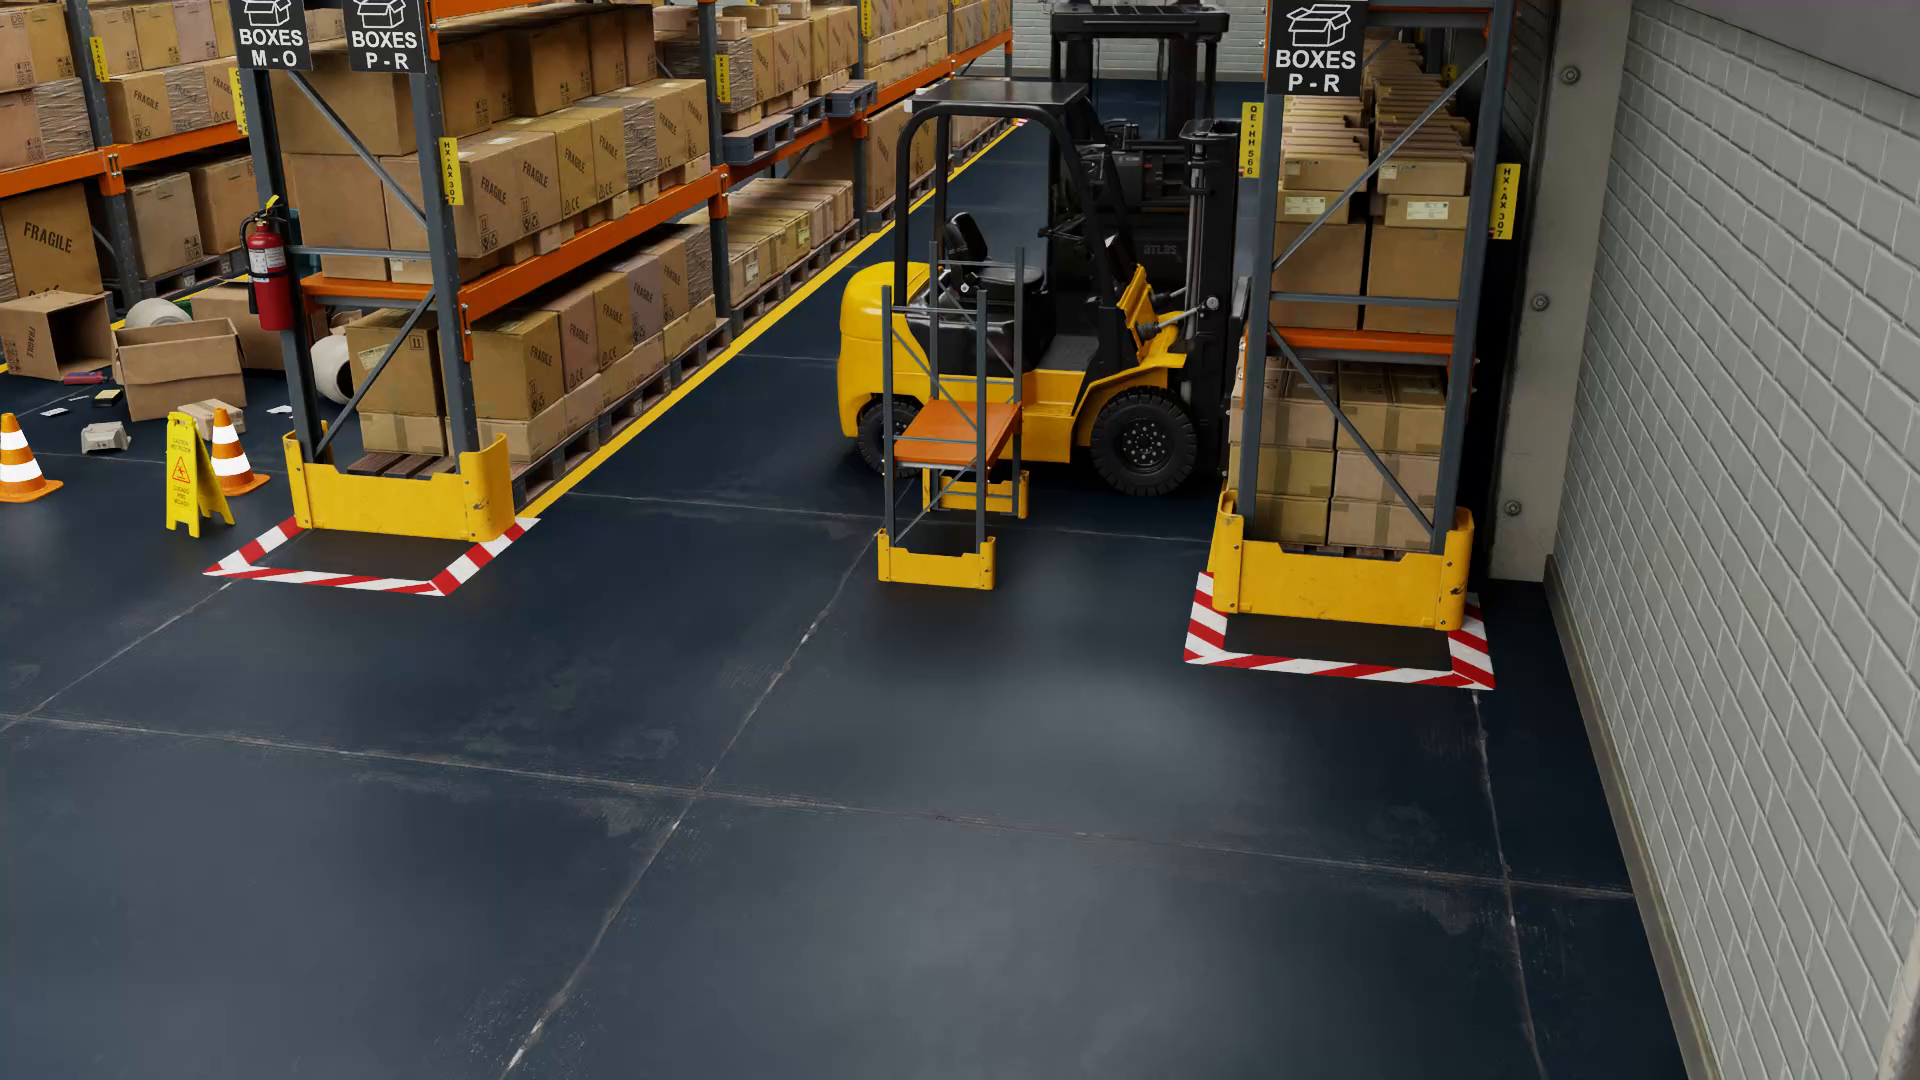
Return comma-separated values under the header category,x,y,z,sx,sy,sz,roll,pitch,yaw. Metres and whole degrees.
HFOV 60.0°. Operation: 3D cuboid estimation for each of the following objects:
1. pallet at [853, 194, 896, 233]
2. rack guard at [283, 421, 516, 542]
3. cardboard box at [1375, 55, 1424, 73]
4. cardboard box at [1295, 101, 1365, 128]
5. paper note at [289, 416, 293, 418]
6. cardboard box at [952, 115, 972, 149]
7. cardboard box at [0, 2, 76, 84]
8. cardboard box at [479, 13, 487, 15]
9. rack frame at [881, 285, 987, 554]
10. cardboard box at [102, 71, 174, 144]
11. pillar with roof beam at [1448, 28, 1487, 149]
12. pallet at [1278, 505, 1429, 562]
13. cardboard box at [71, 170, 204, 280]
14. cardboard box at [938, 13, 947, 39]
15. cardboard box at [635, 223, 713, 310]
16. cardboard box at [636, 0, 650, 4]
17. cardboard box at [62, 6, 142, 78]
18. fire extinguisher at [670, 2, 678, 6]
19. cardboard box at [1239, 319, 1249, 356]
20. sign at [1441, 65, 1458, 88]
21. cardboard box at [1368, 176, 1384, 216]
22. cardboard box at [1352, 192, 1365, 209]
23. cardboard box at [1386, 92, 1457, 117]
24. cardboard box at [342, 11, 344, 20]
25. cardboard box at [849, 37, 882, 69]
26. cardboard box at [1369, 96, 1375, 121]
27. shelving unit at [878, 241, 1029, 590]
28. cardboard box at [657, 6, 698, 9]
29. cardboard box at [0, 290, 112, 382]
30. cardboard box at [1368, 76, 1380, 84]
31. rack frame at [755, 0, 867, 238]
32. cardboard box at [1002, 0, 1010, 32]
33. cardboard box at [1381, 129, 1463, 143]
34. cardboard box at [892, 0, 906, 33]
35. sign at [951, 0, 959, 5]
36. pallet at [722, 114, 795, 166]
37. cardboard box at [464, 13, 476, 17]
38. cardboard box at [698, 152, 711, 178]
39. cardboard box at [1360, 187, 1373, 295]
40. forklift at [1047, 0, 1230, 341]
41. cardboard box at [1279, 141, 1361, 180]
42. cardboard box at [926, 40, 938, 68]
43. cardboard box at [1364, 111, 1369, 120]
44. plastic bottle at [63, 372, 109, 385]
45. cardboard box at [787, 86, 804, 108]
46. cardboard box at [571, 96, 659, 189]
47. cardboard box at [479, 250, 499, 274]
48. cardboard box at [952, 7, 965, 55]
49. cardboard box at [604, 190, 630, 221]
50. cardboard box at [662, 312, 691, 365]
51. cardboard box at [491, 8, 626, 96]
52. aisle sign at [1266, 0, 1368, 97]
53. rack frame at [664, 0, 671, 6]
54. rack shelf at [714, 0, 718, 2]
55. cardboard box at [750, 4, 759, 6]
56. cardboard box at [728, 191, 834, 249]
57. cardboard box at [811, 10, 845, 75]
category,x,y,z,sx,sy,sz,roll,pitch,yaw
pallet,-1.171,-3.368,16.935,1.003,0.211,1.213,4,22,11
rack guard,-3.023,-0.322,8.983,1.175,0.500,0.348,4,22,11
cardboard box,3.449,-3.739,13.119,0.380,0.149,0.250,4,22,10
cardboard box,2.064,-2.361,9.300,0.380,0.149,0.250,5,22,11
paper note,-4.336,-0.817,10.868,0.032,0.001,0.123,4,22,11
cardboard box,-0.357,-5.070,20.294,0.875,0.438,0.875,4,22,10
cardboard box,-7.198,-3.695,12.367,0.875,0.550,0.550,4,22,11
cardboard box,-5.556,-5.856,18.754,0.380,0.149,0.250,3,22,8
rack frame,-0.121,-0.479,8.034,0.500,1.500,0.032,4,22,11
cardboard box,-6.718,-3.475,13.333,0.500,0.500,0.500,5,22,12
pillar with roof beam,-0.144,-6.568,13.116,9.100,9.000,0.400,4,22,11
pallet,1.937,-0.066,8.735,1.003,0.211,1.213,4,22,11
cardboard box,-7.050,-2.642,13.848,1.050,0.750,0.750,4,22,11
cardboard box,-0.442,-5.825,18.833,0.500,0.250,0.500,4,22,11
cardboard box,-2.080,-1.947,11.787,0.500,0.500,0.500,4,22,10
cardboard box,-4.590,-7.458,22.824,0.500,0.500,0.500,4,22,10
cardboard box,-6.993,-3.949,13.171,0.700,0.500,0.500,4,22,10
fire extinguisher,-4.137,-7.494,24.047,0.296,0.674,0.183,4,22,11
cardboard box,1.802,-1.024,9.162,0.500,0.250,0.500,5,22,12
sign,3.182,-2.936,10.863,0.100,0.325,0.005,4,22,11
cardboard box,2.133,-1.623,7.867,0.380,0.149,0.250,4,22,11
cardboard box,1.780,-1.512,8.459,0.500,0.500,0.500,5,23,13
cardboard box,2.674,-2.509,9.667,0.380,0.149,0.250,4,22,10
cardboard box,-6.568,-5.380,17.174,0.380,0.149,0.250,4,22,10
cardboard box,-1.061,-4.708,16.060,0.500,0.250,0.500,4,22,11
cardboard box,2.824,-2.749,10.663,0.380,0.149,0.250,4,22,11
shelving unit,-0.016,-0.668,8.504,0.587,1.500,1.083,4,22,11
cardboard box,-2.188,-4.138,13.150,0.380,0.149,0.250,4,22,9
cardboard box,-6.401,-1.453,11.788,0.500,0.500,0.500,8,23,20
cardboard box,3.077,-3.184,11.743,0.380,0.149,0.250,4,22,11
rack frame,-1.406,-4.379,15.712,1.000,3.000,0.127,4,22,11
cardboard box,0.387,-7.155,22.470,0.500,0.500,0.500,5,22,11
cardboard box,2.291,-1.948,8.276,0.380,0.149,0.250,5,22,11
cardboard box,-0.853,-5.421,16.827,0.500,0.500,0.500,5,22,12
sign,-0.056,-6.305,19.049,0.100,0.325,0.005,4,22,11
pallet,-1.924,-3.096,12.782,1.003,0.211,1.213,4,22,11
cardboard box,-5.614,-5.899,18.462,0.380,0.149,0.250,3,22,9
cardboard box,-1.989,-2.659,11.777,0.380,0.149,0.250,4,22,10
cardboard box,2.279,-1.475,8.367,0.500,0.500,0.500,5,23,13
forklift,1.131,-2.440,10.990,1.130,2.935,3.031,1,22,3
cardboard box,1.708,-1.801,7.911,0.380,0.149,0.250,4,22,11
cardboard box,-0.539,-5.403,18.455,0.500,0.250,0.500,4,22,10
cardboard box,2.992,-2.868,11.491,0.500,0.250,0.500,4,22,10
plastic bottle,-6.063,-1.127,11.570,0.283,0.061,0.133,-3,22,-8
cardboard box,-1.507,-3.647,13.669,0.380,0.149,0.250,5,23,13
cardboard box,-2.269,-2.540,10.614,0.500,0.500,0.500,5,22,12
cardboard box,-2.729,-1.539,8.996,0.380,0.149,0.250,5,22,12
cardboard box,-0.238,-6.040,19.702,0.500,0.500,0.500,5,23,13
cardboard box,-2.292,-2.099,10.387,0.380,0.149,0.250,5,22,11
cardboard box,-2.178,-1.404,11.442,0.500,0.250,0.500,4,22,9
cardboard box,-2.650,-3.235,11.001,0.700,0.500,0.500,5,22,11
aisle sign,1.521,-2.281,7.022,0.394,0.787,0.004,4,22,11
rack frame,-4.640,-7.645,23.822,1.000,3.000,0.127,4,22,11
rack shelf,-1.814,-4.706,13.470,1.077,0.370,4.000,4,22,11
cardboard box,-1.724,-4.612,15.195,0.500,0.500,0.500,4,22,9
cardboard box,-1.674,-2.879,14.942,0.950,0.372,0.625,4,22,10
cardboard box,-1.321,-4.381,14.622,0.500,0.500,0.500,4,22,10
